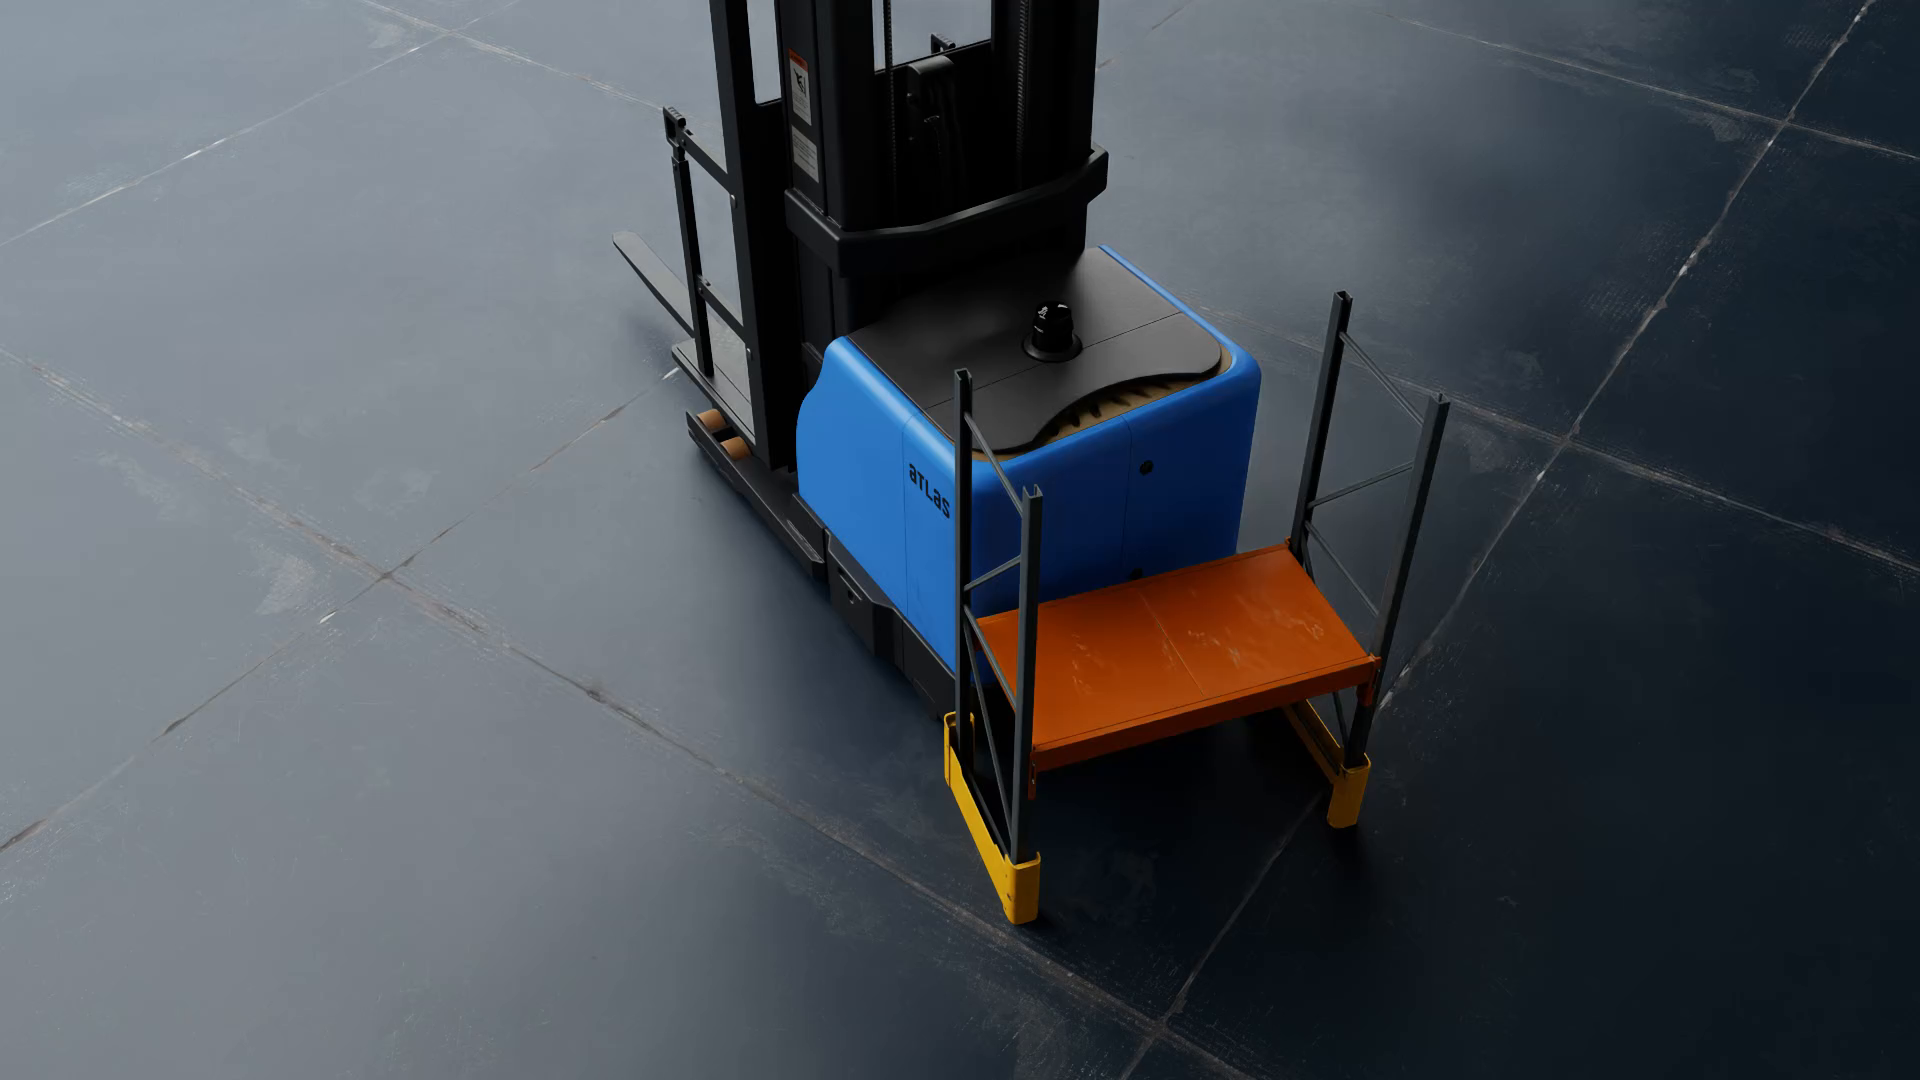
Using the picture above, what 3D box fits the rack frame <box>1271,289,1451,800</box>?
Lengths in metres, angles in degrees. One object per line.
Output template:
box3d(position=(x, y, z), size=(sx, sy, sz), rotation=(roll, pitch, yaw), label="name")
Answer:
box3d(position=(1.043, 0.084, 4.531), size=(0.032, 1.500, 0.500), rotation=(-13, 43, -14), label="rack frame")

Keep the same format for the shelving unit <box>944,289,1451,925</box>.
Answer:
box3d(position=(0.554, 0.198, 4.403), size=(1.083, 1.500, 0.587), rotation=(-13, 43, -14), label="shelving unit")

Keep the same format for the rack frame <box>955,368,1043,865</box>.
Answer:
box3d(position=(0.083, 0.309, 4.280), size=(0.032, 1.500, 0.500), rotation=(-13, 43, -14), label="rack frame")

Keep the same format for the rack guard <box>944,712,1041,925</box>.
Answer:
box3d(position=(0.085, 0.774, 4.697), size=(0.087, 0.250, 0.587), rotation=(-13, 43, -14), label="rack guard")

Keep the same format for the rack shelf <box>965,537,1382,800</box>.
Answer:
box3d(position=(0.563, 0.331, 4.526), size=(1.000, 0.185, 0.538), rotation=(-13, 43, -14), label="rack shelf")

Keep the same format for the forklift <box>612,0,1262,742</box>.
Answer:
box3d(position=(-0.336, -1.447, 5.169), size=(1.130, 2.935, 3.031), rotation=(-23, 47, -23), label="forklift")

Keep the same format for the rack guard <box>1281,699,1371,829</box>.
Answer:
box3d(position=(1.024, 0.554, 4.943), size=(0.087, 0.250, 0.587), rotation=(-13, 43, -14), label="rack guard")
